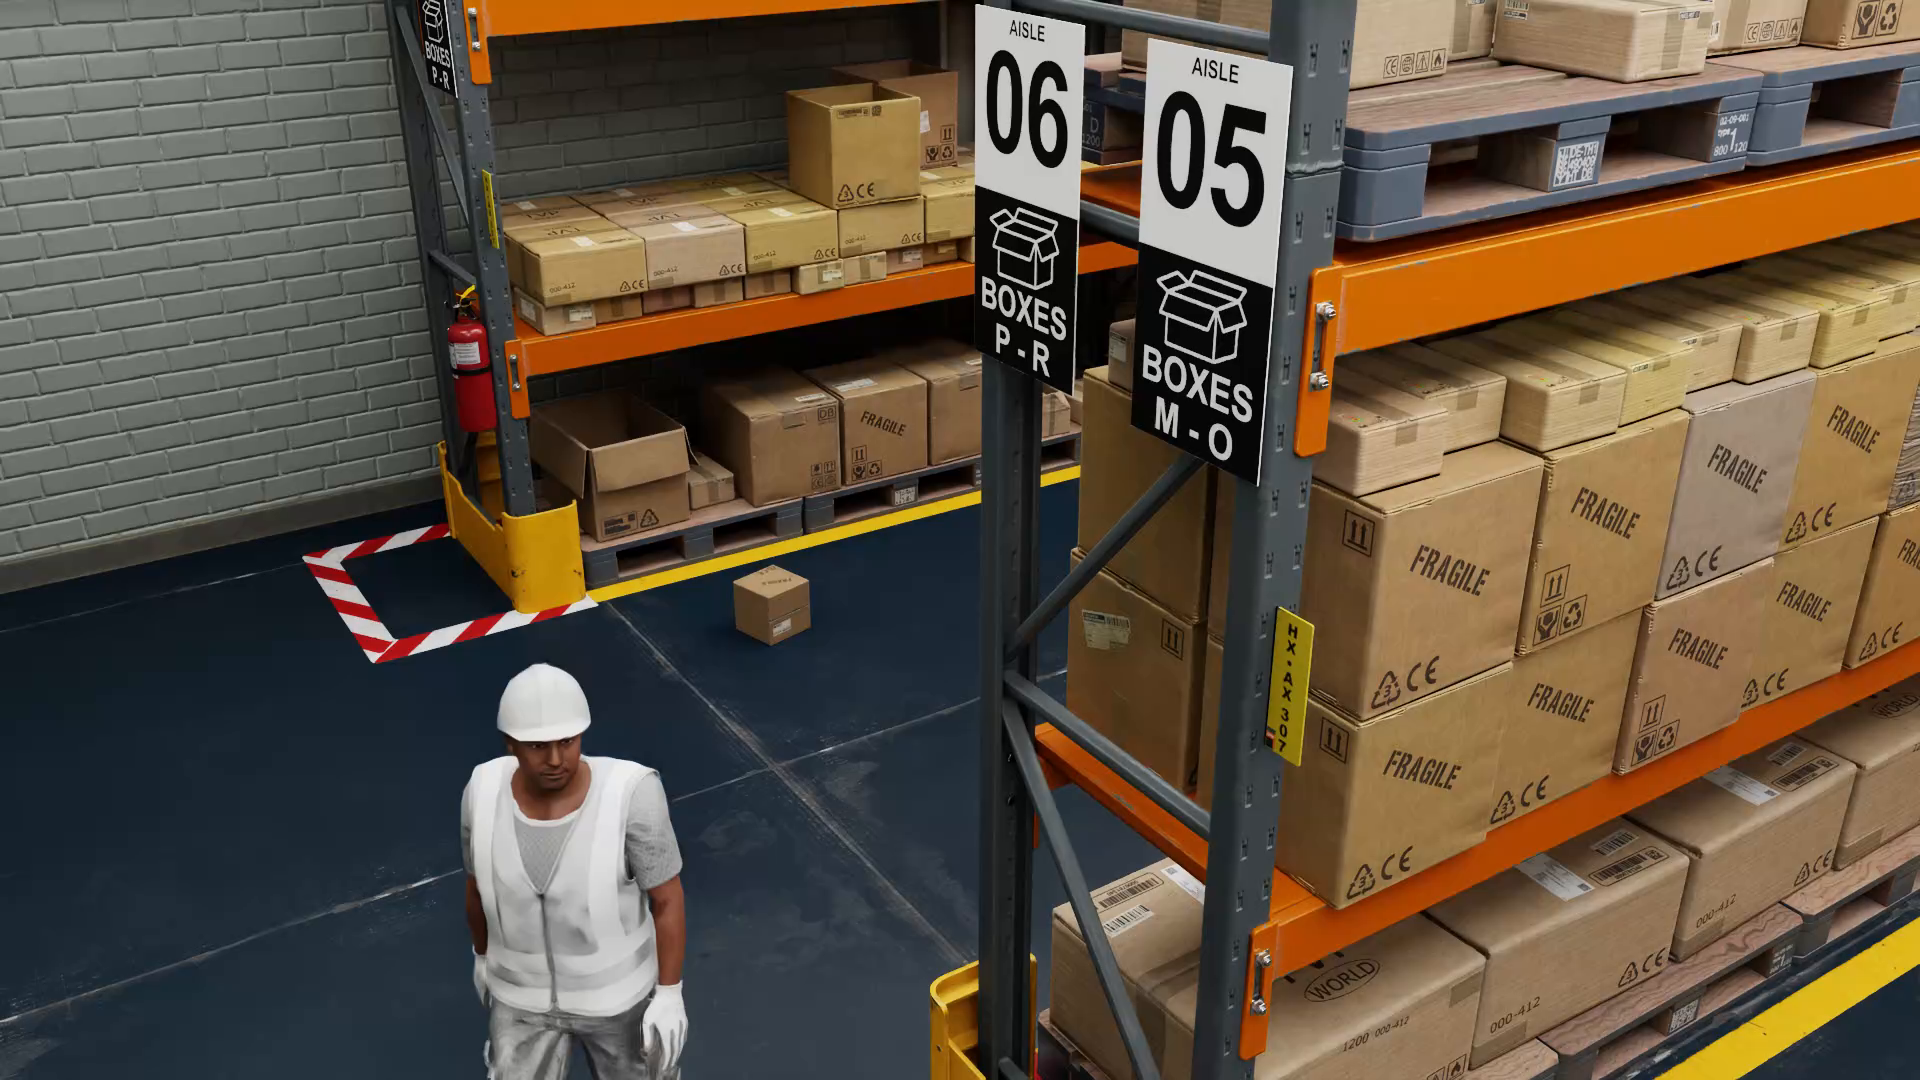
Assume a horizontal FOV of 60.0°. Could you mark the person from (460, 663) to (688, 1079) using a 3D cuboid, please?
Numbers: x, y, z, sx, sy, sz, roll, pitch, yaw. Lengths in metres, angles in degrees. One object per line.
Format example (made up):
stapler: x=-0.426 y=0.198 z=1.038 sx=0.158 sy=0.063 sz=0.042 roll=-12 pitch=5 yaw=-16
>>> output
person: x=-0.974 y=1.119 z=4.170 sx=0.608 sy=1.754 sz=0.978 roll=1 pitch=25 yaw=3
